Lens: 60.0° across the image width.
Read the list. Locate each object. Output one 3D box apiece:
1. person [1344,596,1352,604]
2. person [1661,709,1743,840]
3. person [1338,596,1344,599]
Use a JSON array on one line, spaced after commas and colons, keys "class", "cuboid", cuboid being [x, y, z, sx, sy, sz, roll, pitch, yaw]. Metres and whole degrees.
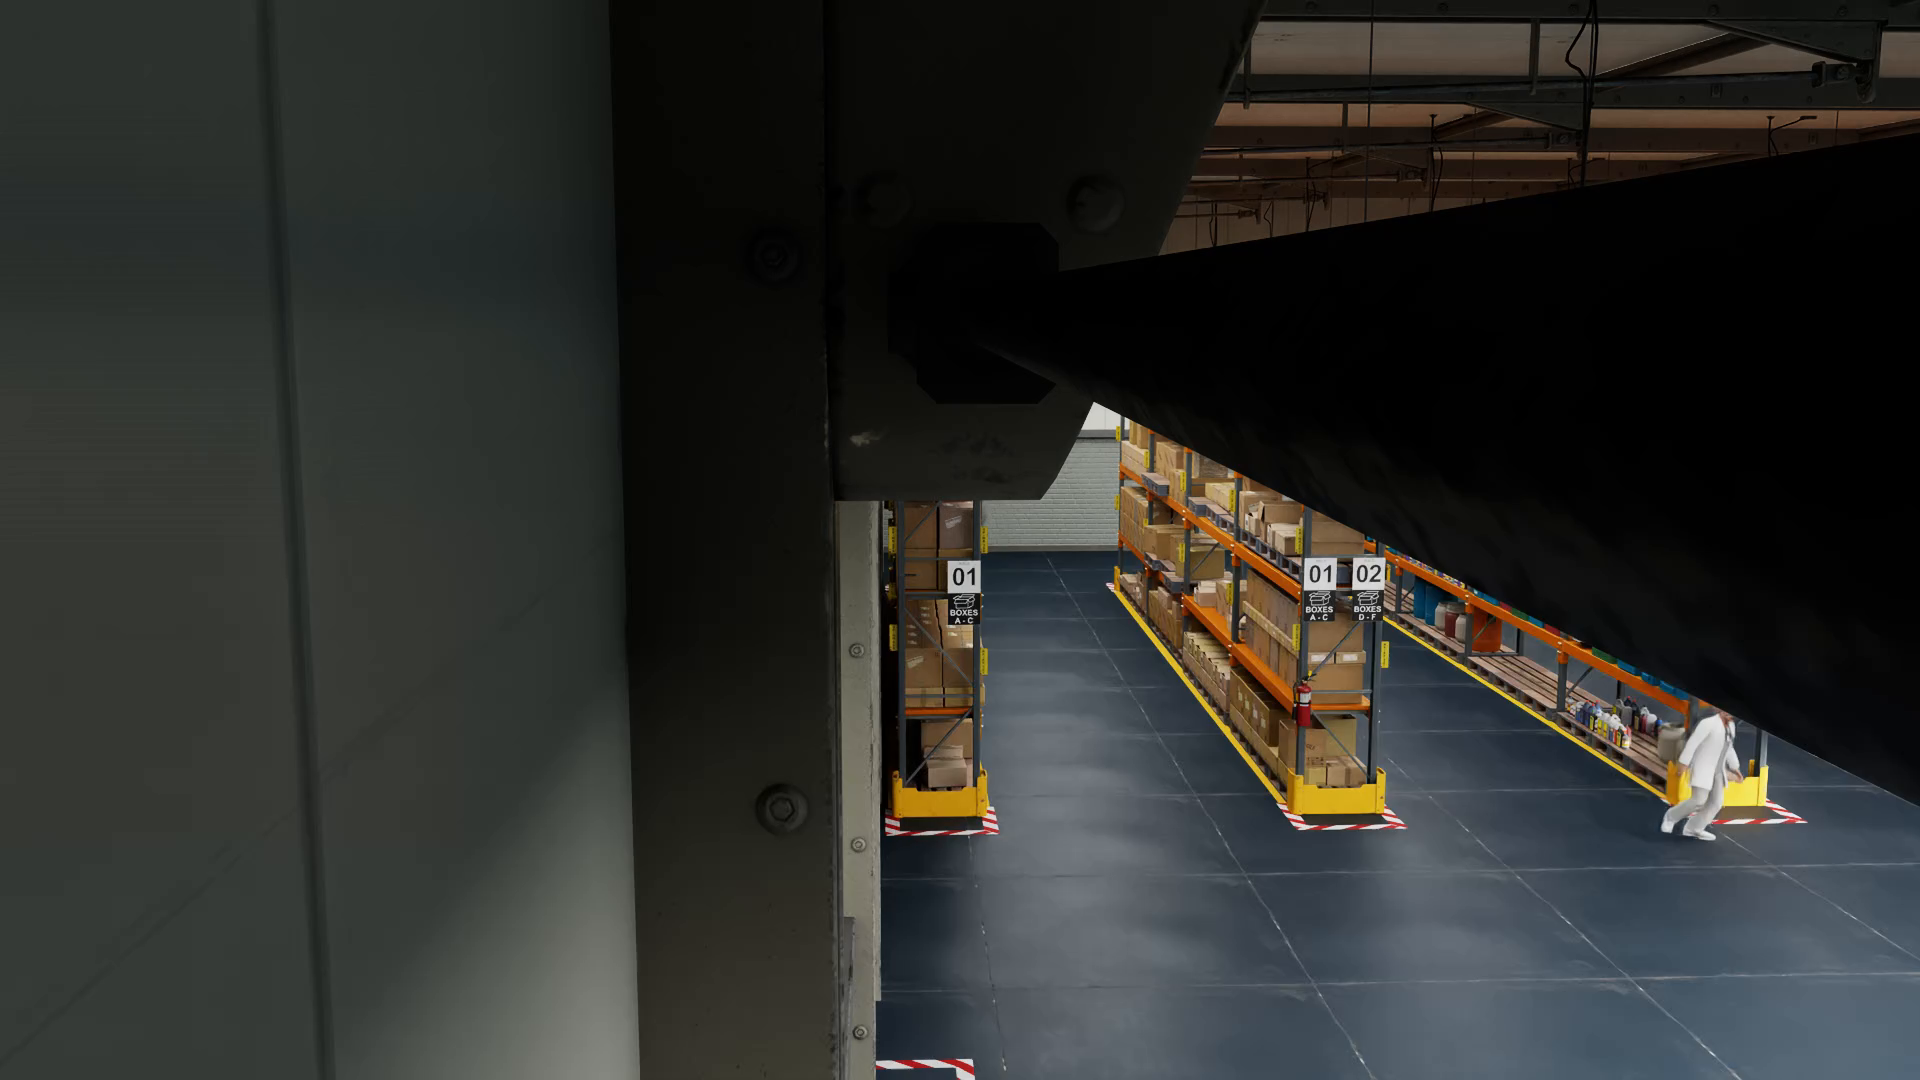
[{"class": "person", "cuboid": [7.584, 0.898, 32.408, 0.437, 1.606, 0.789, -1, 8, -4]}, {"class": "person", "cuboid": [8.725, 2.746, 19.578, 0.853, 1.563, 0.650, -5, 10, -32]}, {"class": "person", "cuboid": [6.436, 1.254, 29.250, 0.625, 1.759, 0.689, -1, 8, -10]}]
